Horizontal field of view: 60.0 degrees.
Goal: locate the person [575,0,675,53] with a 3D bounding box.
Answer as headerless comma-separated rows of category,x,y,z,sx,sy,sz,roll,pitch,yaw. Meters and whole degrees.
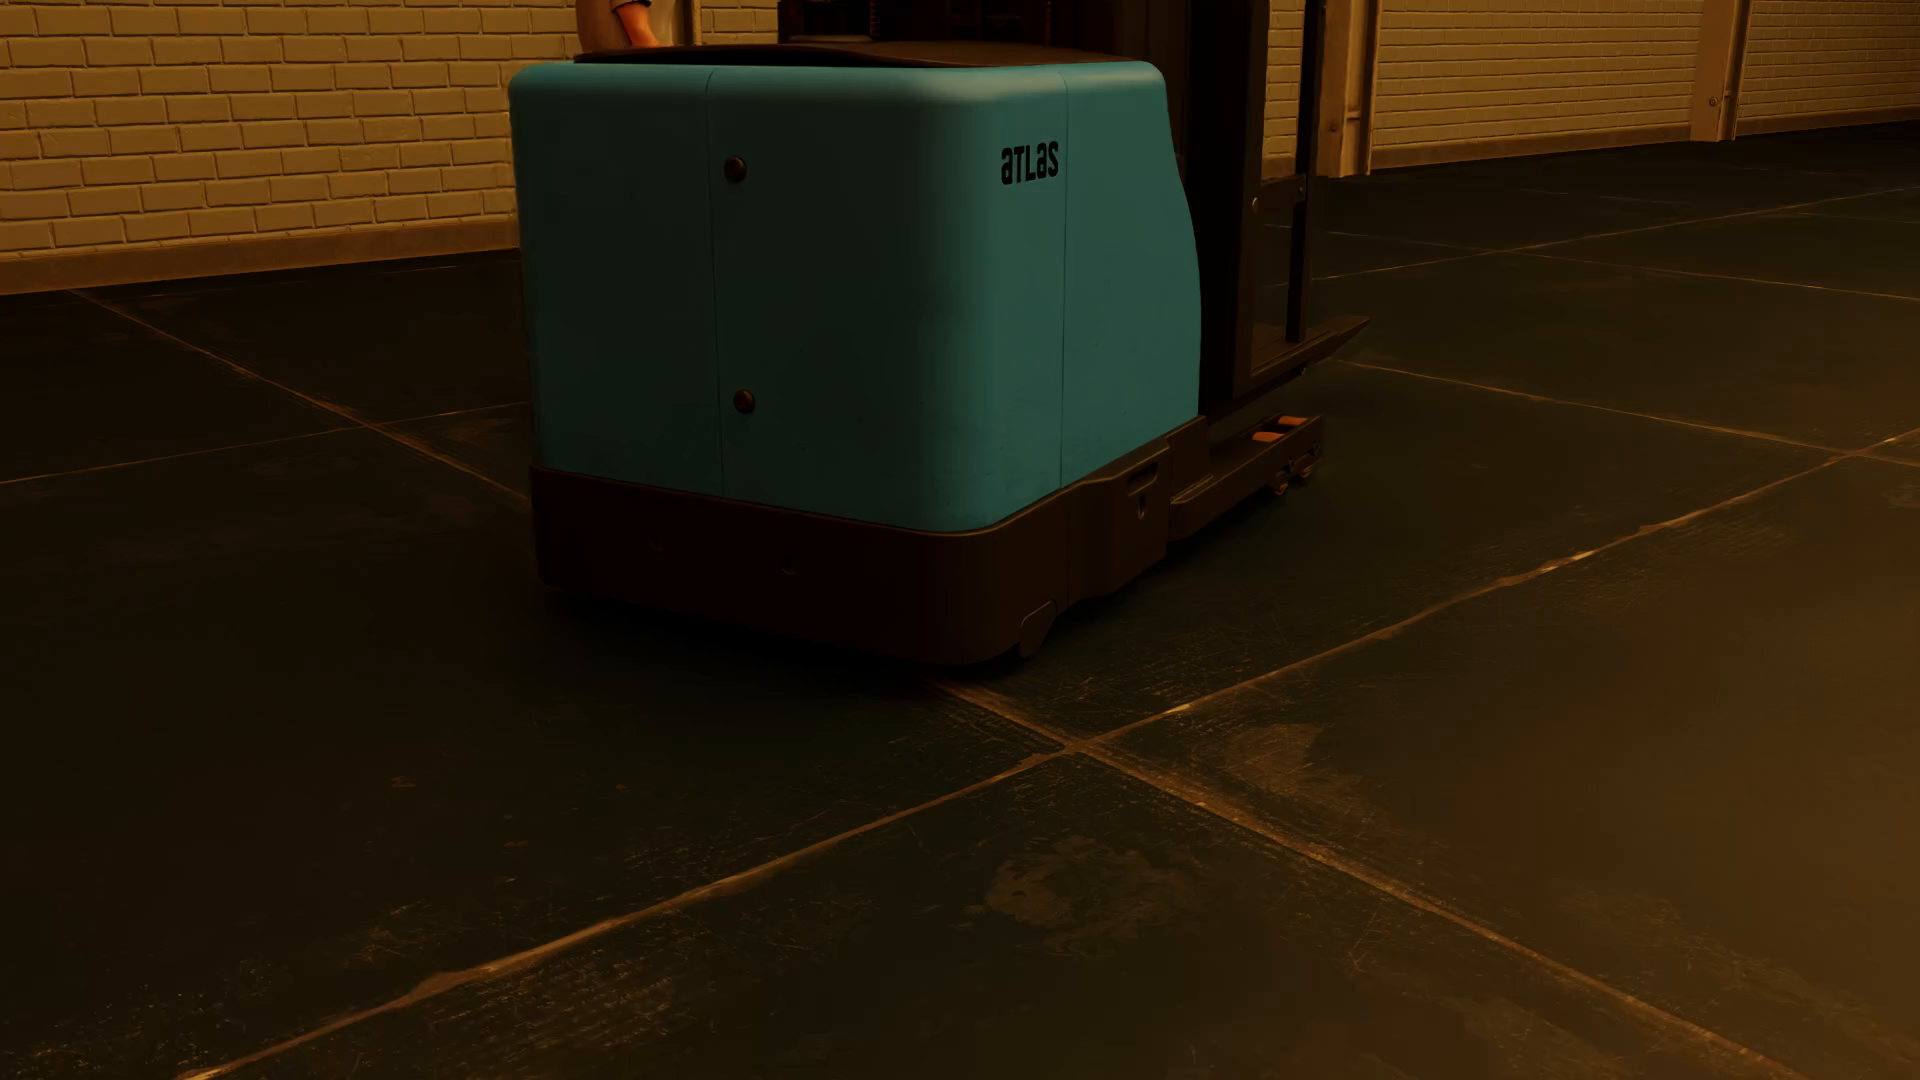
person,-0.923,-1.262,5.105,0.516,1.658,0.543,-10,20,-29

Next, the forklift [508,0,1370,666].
forklift,0.302,-1.569,3.954,1.130,2.935,3.031,10,20,28
